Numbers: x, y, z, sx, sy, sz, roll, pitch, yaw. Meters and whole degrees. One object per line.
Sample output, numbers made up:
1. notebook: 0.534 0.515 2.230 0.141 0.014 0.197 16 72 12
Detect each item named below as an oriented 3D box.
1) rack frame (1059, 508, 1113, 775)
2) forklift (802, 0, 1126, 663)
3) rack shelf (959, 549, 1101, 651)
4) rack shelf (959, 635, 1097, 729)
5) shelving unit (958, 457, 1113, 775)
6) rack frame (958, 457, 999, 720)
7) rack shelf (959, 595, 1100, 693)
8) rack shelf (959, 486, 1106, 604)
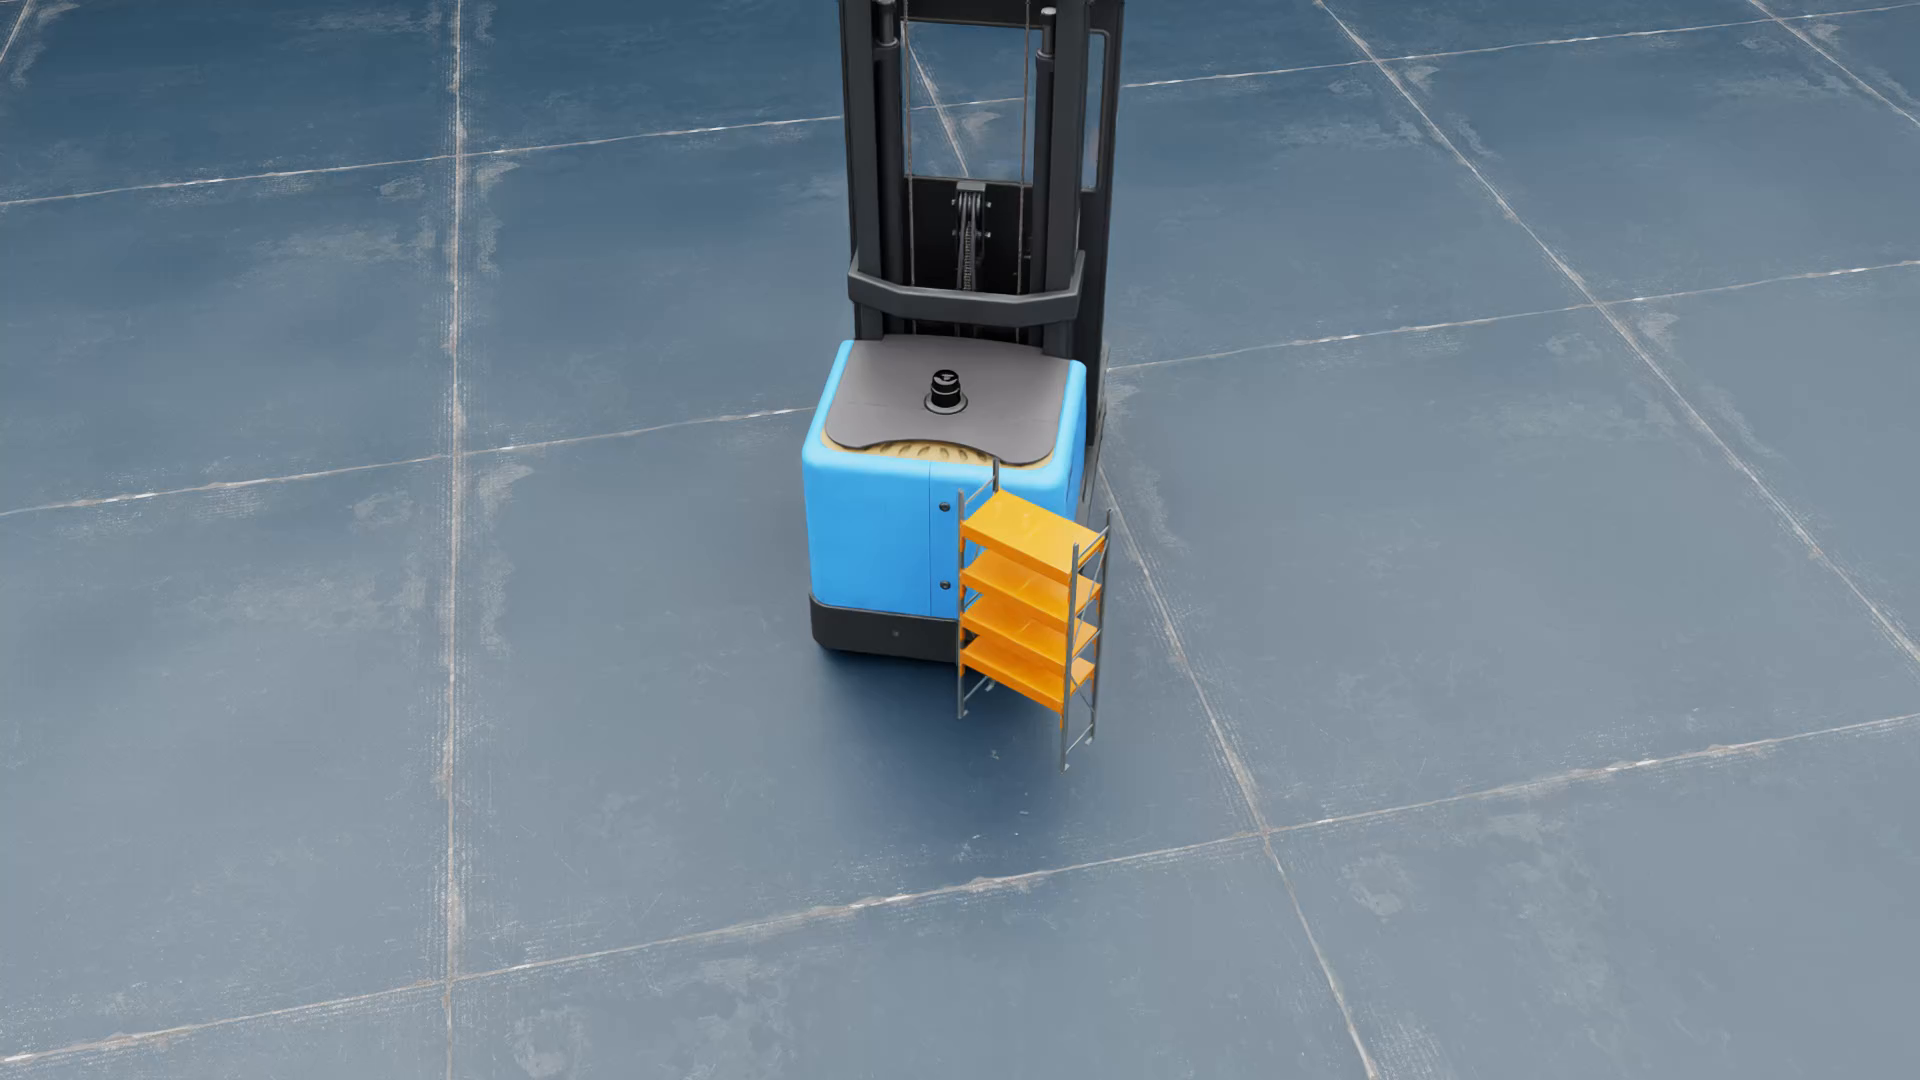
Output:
1. rack frame: 0.463 0.401 6.176 0.015 1.200 0.240 26 48 26
2. forklift: 0.120 -1.539 7.057 1.130 2.935 3.031 6 42 7
3. rack shelf: 0.265 0.189 6.179 0.480 0.148 0.258 26 48 26
4. rack shelf: 0.265 0.505 6.459 0.480 0.148 0.258 26 48 26
5. shelving unit: 0.265 0.306 6.283 0.503 1.200 0.258 26 48 26
6. rack frame: 0.068 0.211 6.390 0.015 1.200 0.240 26 48 26
7. rack shelf: 0.265 0.357 6.328 0.480 0.148 0.258 26 48 26
8. rack shelf: 0.265 0.012 6.022 0.480 0.148 0.258 26 48 26
